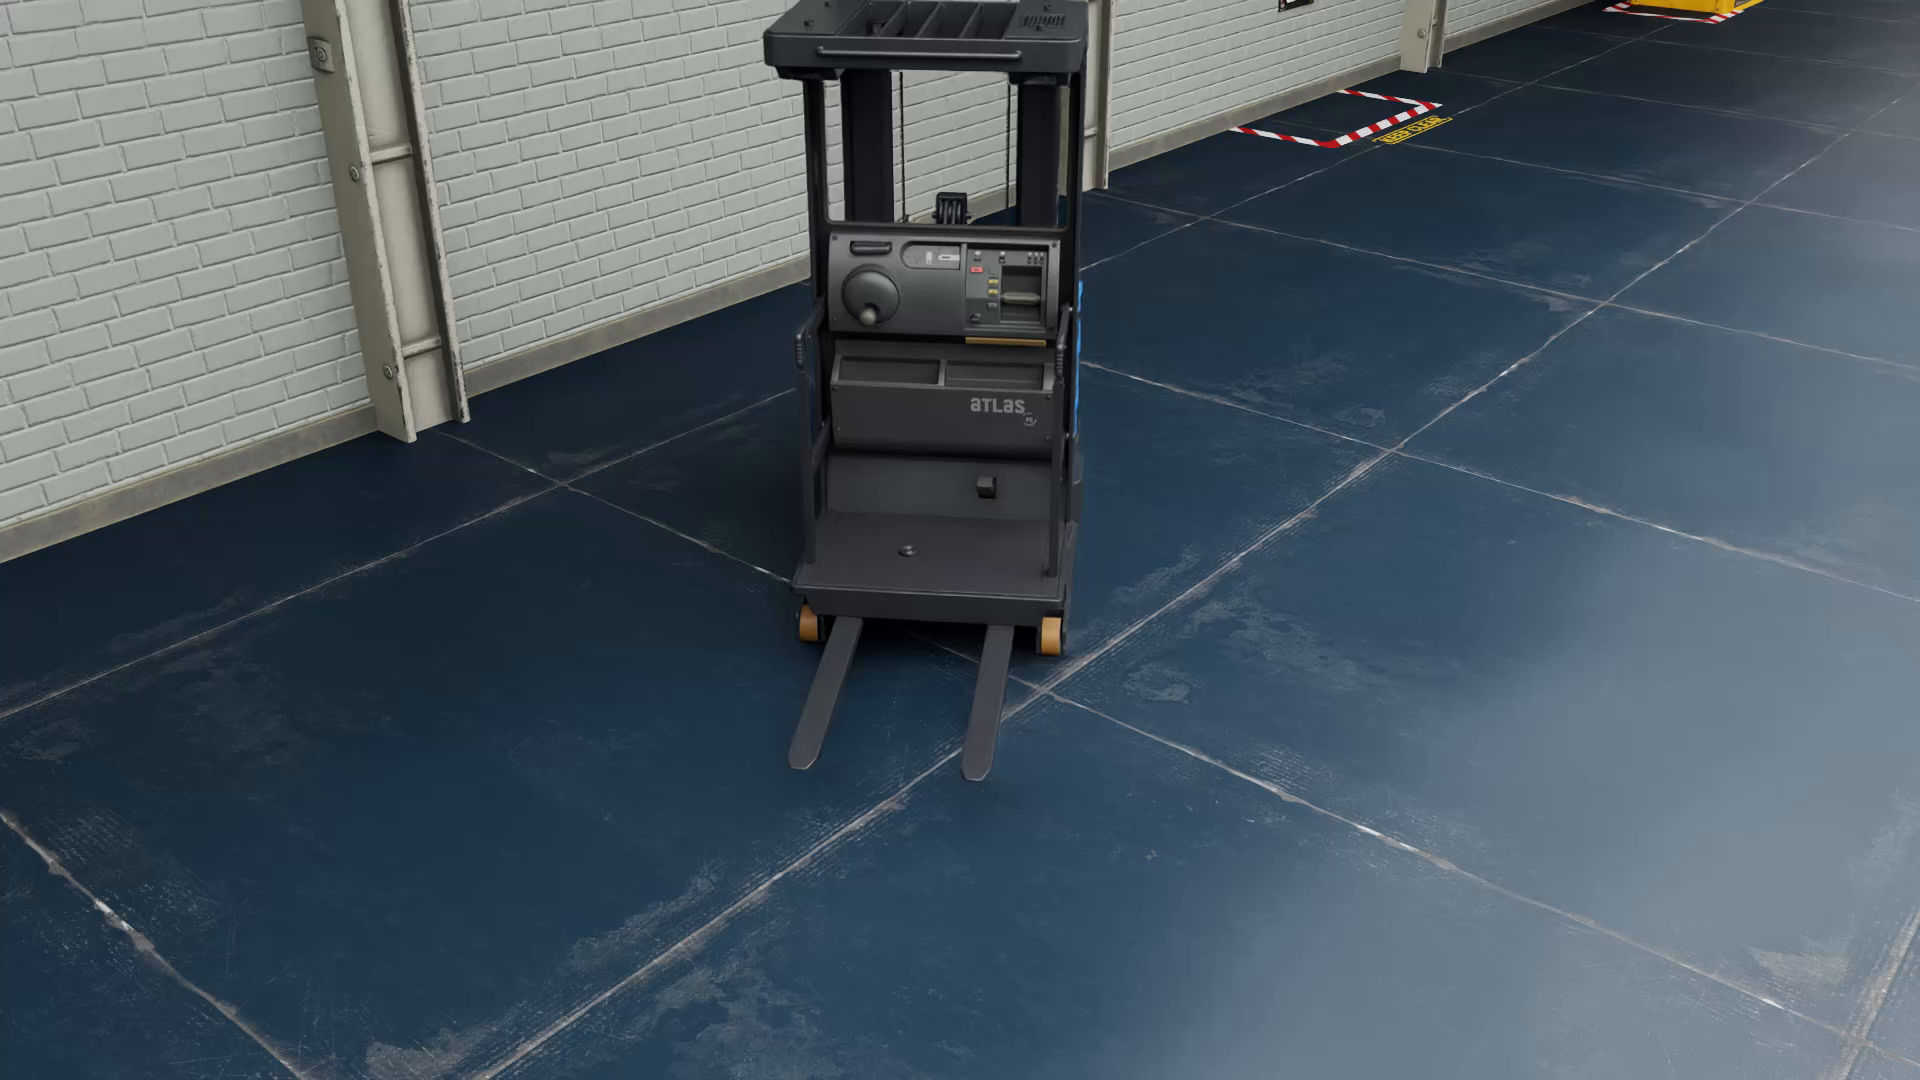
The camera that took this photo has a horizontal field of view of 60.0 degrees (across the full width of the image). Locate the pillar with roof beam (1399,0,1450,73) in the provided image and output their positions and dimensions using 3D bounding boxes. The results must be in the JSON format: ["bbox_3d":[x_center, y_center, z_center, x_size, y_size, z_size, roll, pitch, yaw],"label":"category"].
[{"bbox_3d":[8.063,-7.617,12.681,9.100,9.000,0.400,21,34,34],"label":"pillar with roof beam"}]

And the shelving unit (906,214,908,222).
[{"bbox_3d":[-0.253,-1.020,8.404,0.258,1.200,0.189,18,28,30],"label":"shelving unit"}]

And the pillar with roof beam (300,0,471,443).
[{"bbox_3d":[0.431,-3.363,4.456,9.100,9.000,0.400,21,34,34],"label":"pillar with roof beam"}]

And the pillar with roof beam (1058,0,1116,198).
[{"bbox_3d":[4.247,-5.490,8.569,9.100,9.000,0.400,21,34,34],"label":"pillar with roof beam"}]

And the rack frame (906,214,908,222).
[{"bbox_3d":[-0.201,-1.049,8.474,0.240,1.200,0.006,18,28,30],"label":"rack frame"}]

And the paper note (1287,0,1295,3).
[{"bbox_3d":[2.974,-4.912,14.939,0.016,0.148,0.142,21,34,34],"label":"paper note"}]

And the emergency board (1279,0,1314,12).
[{"bbox_3d":[3.121,-5.348,14.824,0.157,1.169,0.626,21,34,34],"label":"emergency board"}]

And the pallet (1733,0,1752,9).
[{"bbox_3d":[9.373,-6.903,20.865,1.003,0.211,1.213,21,34,34],"label":"pallet"}]

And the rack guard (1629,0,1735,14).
[{"bbox_3d":[8.829,-6.754,20.261,1.175,0.500,0.348,21,34,34],"label":"rack guard"}]

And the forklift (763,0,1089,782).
[{"bbox_3d":[-0.088,-0.990,6.474,1.130,2.935,3.031,3,27,6],"label":"forklift"}]
